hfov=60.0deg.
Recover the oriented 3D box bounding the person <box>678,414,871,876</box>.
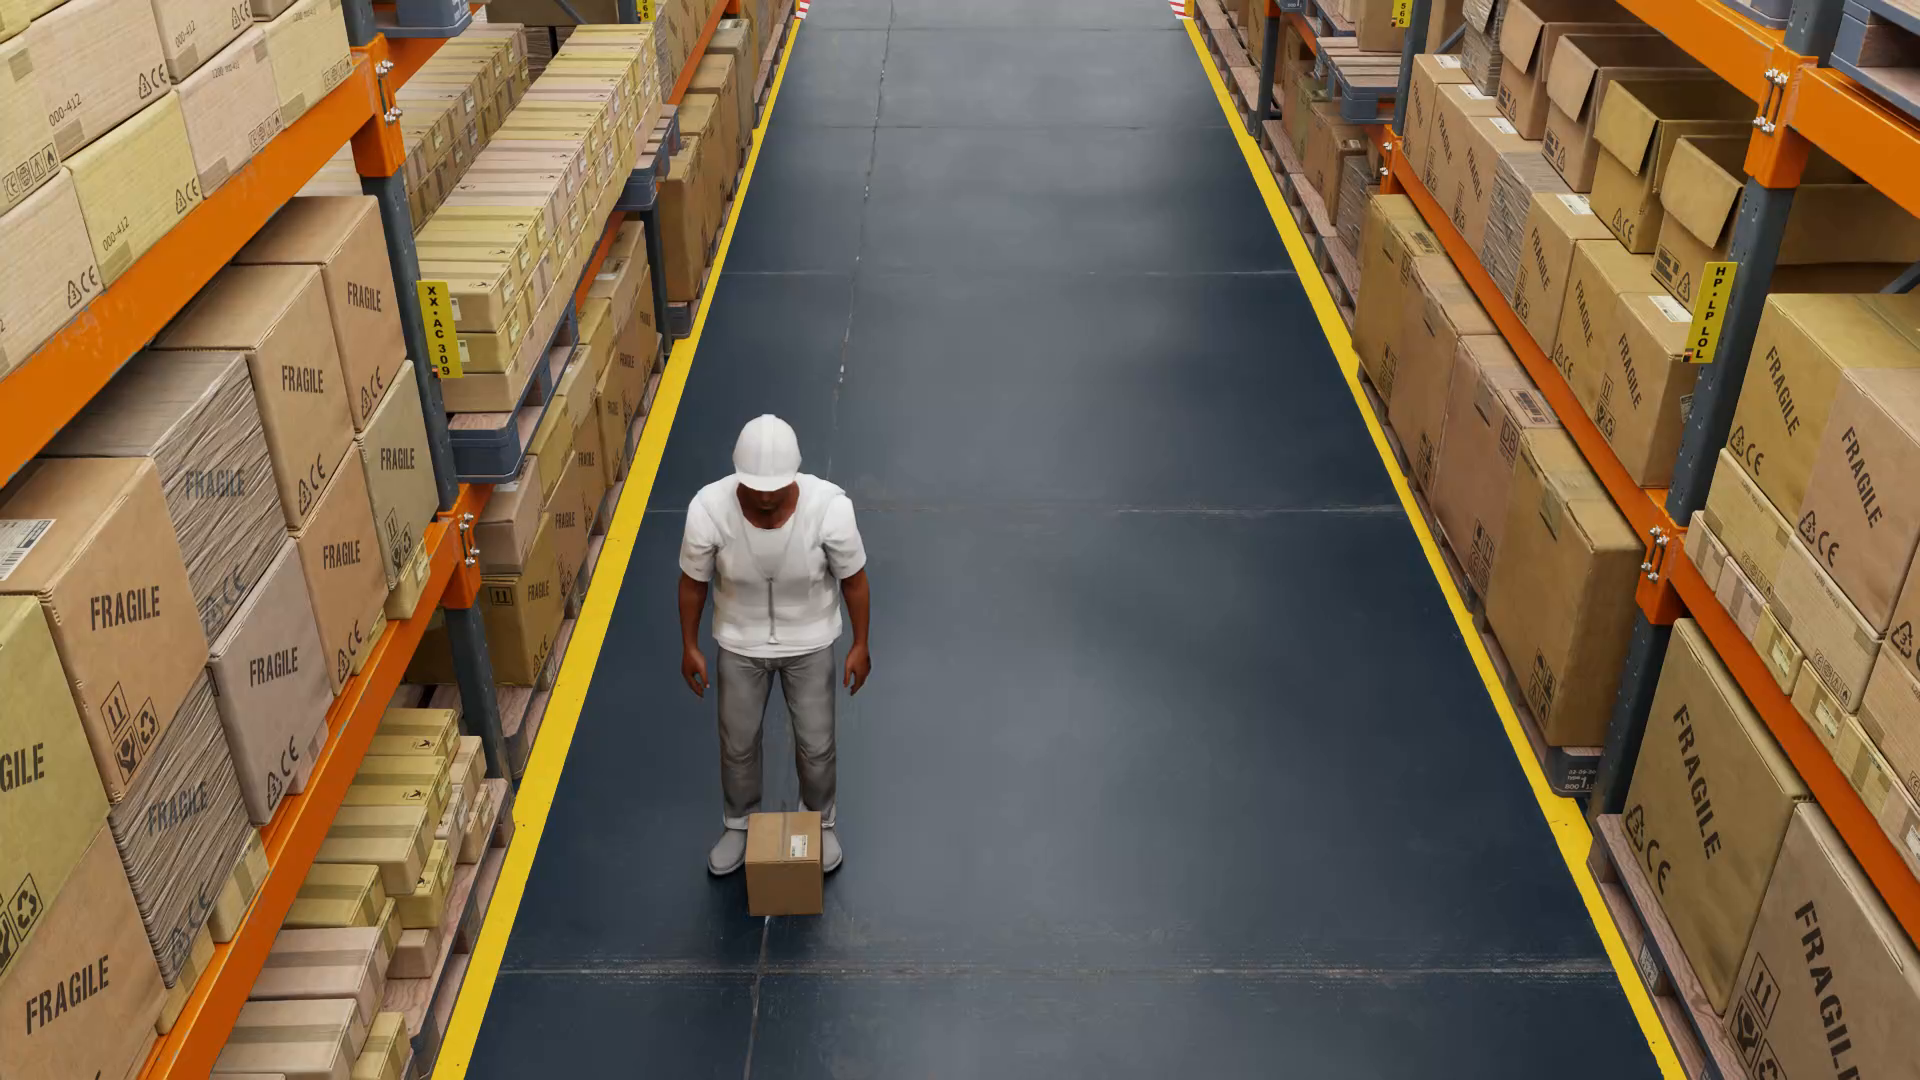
[{"bbox_3d":[-0.613,0.357,5.531,0.635,1.760,0.463,-1,31,-1],"label":"person"}]
